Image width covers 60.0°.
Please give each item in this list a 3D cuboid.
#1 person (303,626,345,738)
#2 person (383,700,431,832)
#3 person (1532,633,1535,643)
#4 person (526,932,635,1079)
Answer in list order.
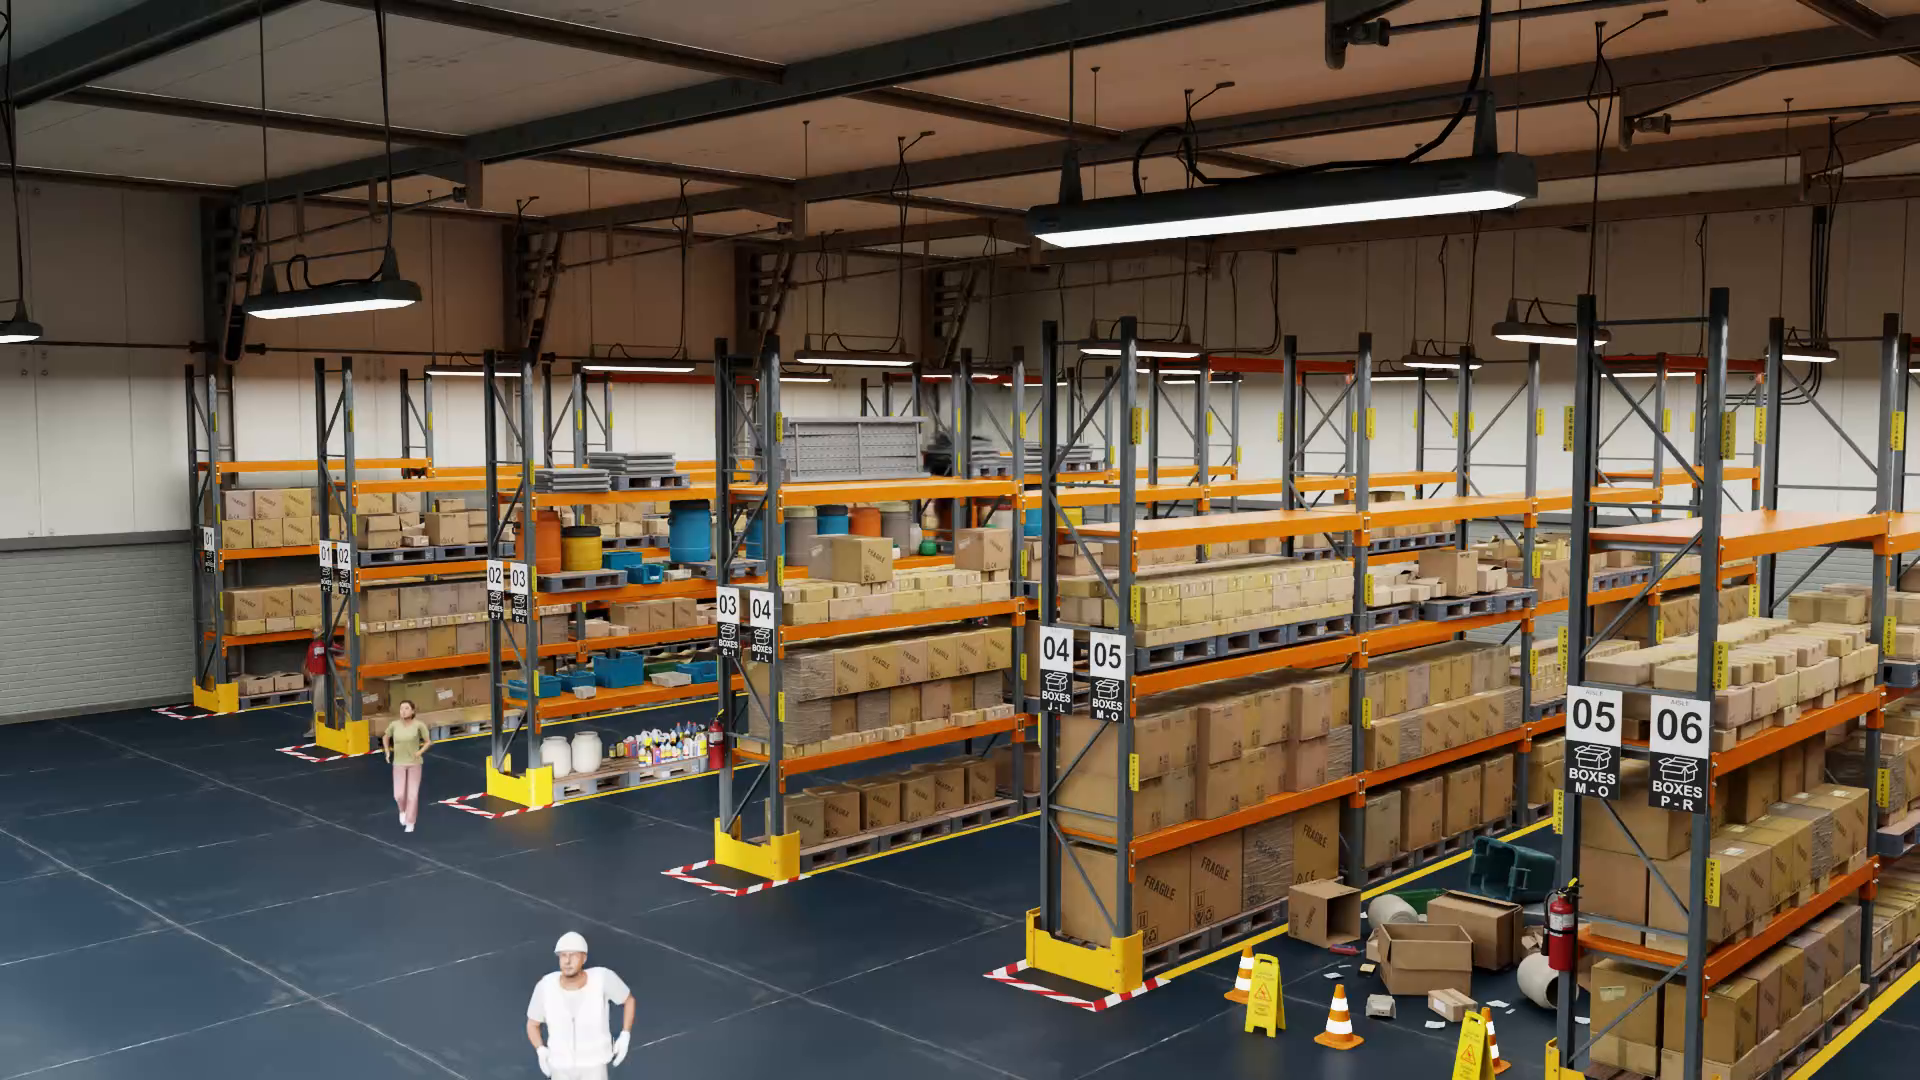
[{"bbox_3d":[-10.255,2.238,26.740,0.707,1.720,0.972,3,5,30],"label":"person"},{"bbox_3d":[-6.834,2.786,20.529,0.584,1.630,0.514,-1,4,-11],"label":"person"},{"bbox_3d":[8.870,2.303,25.802,0.938,1.775,0.726,-4,6,-41],"label":"person"},{"bbox_3d":[-2.510,3.453,10.938,0.695,1.737,0.568,0,4,-5],"label":"person"}]
